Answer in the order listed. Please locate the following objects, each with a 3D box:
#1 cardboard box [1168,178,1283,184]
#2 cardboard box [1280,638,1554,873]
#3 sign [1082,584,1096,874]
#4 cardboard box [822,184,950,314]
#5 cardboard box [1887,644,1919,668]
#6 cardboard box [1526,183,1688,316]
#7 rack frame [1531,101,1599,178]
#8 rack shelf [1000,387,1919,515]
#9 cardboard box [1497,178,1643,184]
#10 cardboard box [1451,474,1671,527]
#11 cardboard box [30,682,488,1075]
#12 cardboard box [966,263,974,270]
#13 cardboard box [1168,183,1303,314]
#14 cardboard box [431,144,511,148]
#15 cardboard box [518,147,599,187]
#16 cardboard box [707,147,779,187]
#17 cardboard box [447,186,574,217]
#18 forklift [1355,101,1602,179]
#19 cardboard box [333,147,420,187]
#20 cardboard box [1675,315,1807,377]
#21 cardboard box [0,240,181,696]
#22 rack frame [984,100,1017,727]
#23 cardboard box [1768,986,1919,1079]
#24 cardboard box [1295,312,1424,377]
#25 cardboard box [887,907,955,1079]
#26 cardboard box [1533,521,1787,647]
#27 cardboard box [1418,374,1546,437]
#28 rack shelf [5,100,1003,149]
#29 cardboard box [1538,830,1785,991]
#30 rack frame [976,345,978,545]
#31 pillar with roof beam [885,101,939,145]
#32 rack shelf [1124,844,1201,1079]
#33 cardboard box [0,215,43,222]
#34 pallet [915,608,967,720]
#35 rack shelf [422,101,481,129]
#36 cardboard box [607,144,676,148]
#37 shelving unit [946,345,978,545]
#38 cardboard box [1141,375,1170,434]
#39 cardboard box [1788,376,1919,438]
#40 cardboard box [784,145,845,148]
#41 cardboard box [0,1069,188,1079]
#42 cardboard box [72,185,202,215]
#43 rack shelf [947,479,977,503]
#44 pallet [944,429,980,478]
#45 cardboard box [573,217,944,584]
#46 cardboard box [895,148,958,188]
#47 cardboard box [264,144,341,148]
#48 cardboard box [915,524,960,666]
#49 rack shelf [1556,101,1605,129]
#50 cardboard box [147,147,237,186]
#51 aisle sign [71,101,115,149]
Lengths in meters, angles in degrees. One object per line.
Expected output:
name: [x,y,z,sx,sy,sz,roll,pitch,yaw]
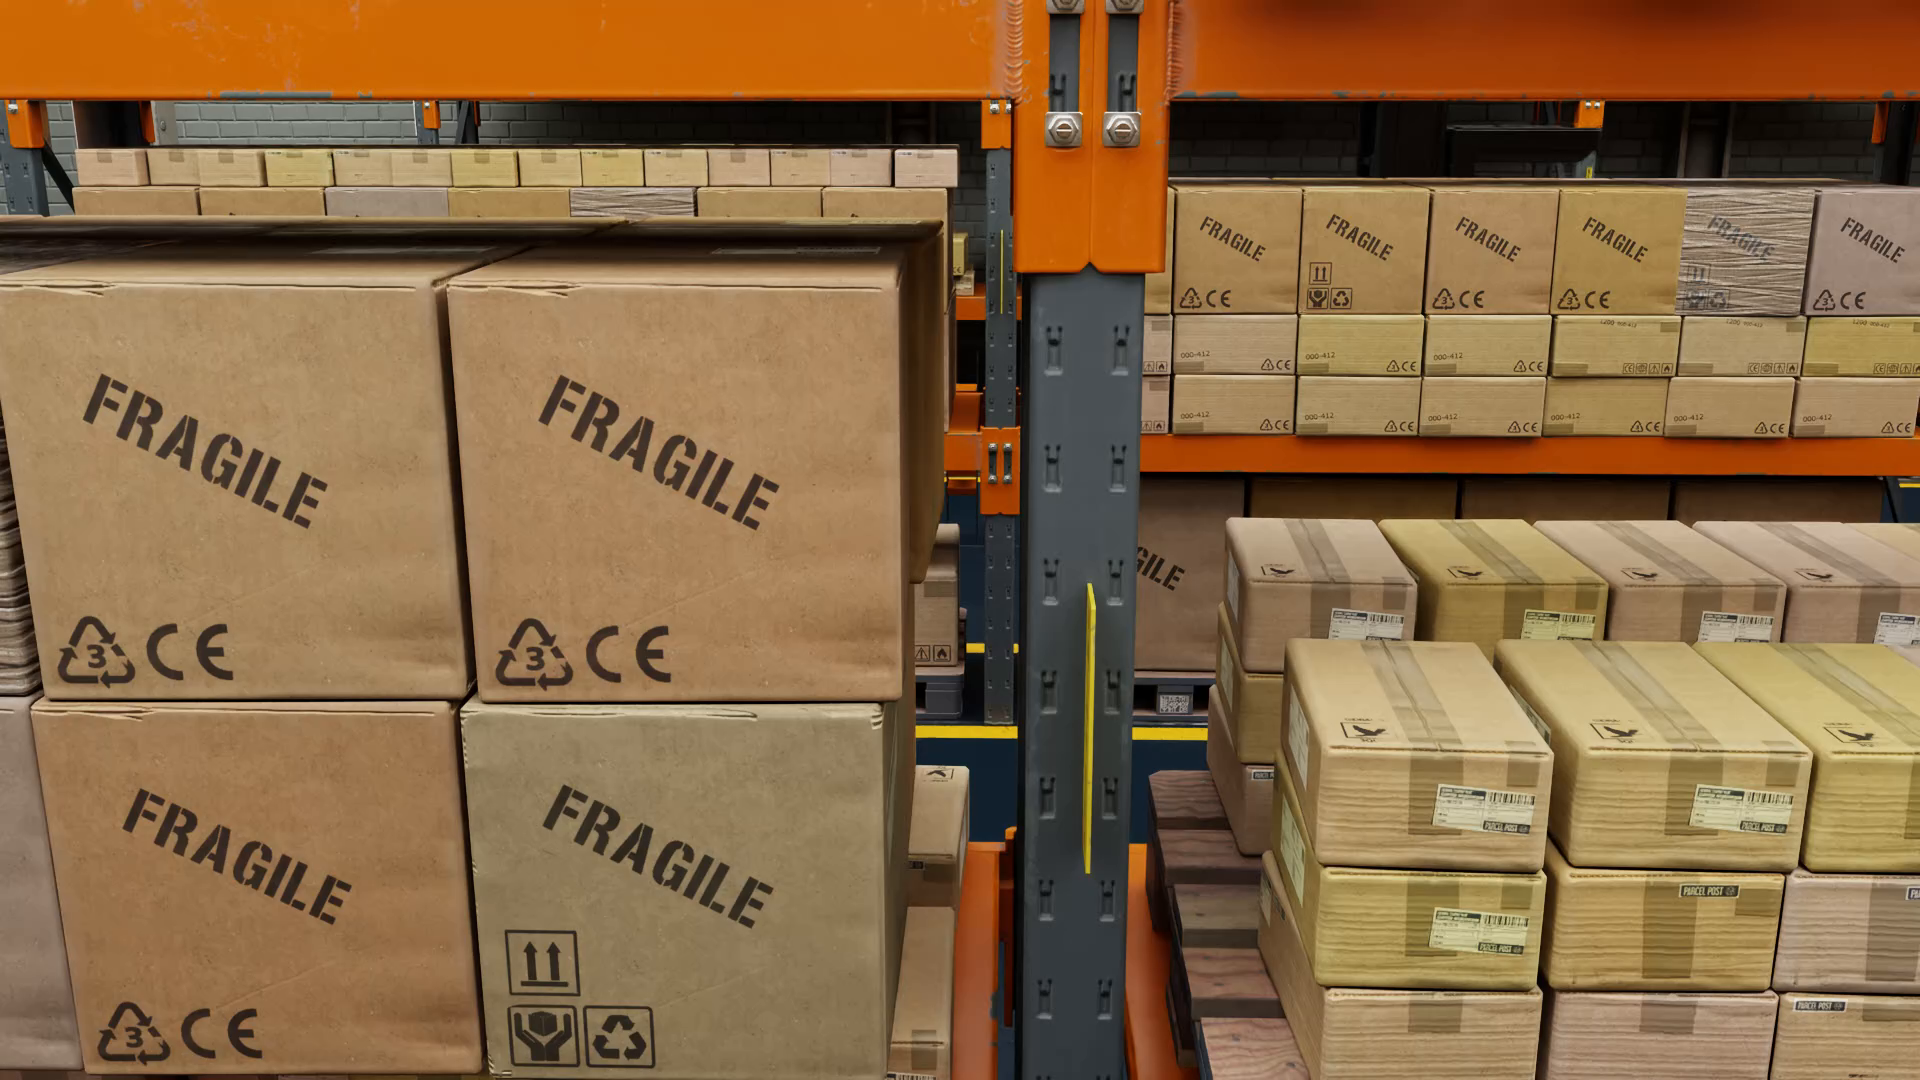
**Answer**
cardboard box: [1.152,-1.355,7.441,0.500,0.500,0.500,1,15,3]
cardboard box: [0.538,0.250,2.017,0.250,0.149,0.380,1,15,4]
sign: [0.149,0.219,1.933,0.005,0.325,0.100,0,15,1]
cardboard box: [-0.298,-1.228,6.960,0.500,0.500,0.500,0,15,1]
cardboard box: [1.322,0.254,1.998,0.250,0.149,0.380,0,15,1]
cardboard box: [2.647,-1.213,6.900,0.500,0.500,0.500,0,15,1]
rack frame: [4.303,-2.004,12.055,0.127,3.000,1.000,0,15,1]
rack shelf: [2.180,-0.403,7.398,4.000,0.370,1.077,0,15,1]
cardboard box: [2.680,-1.343,7.396,0.500,0.500,0.500,1,15,3]
cardboard box: [2.600,0.054,7.598,0.875,0.875,0.875,1,15,2]
cardboard box: [-0.854,0.372,2.271,0.500,0.500,0.500,0,15,0]
cardboard box: [-0.025,-1.980,12.458,0.250,0.149,0.380,0,15,2]
cardboard box: [1.123,-1.223,6.941,0.500,0.500,0.500,0,15,1]
cardboard box: [-2.177,-1.690,7.438,0.250,0.149,0.380,1,15,3]
cardboard box: [-1.657,-1.553,6.917,0.250,0.149,0.380,0,15,1]
cardboard box: [-0.898,-1.561,6.949,0.250,0.149,0.380,0,15,1]
cardboard box: [-1.815,-1.240,7.004,0.500,0.500,0.500,0,15,2]
forklift: [3.027,-1.342,9.681,3.031,2.935,1.130,1,15,5]
cardboard box: [-2.422,-1.563,6.956,0.250,0.149,0.380,1,15,2]
cardboard box: [3.176,-0.848,6.988,0.500,0.250,0.500,0,15,0]
cardboard box: [-1.349,-0.120,2.174,0.500,0.500,0.500,1,15,3]
rack frame: [0.181,-0.764,7.356,0.127,3.000,1.000,0,15,1]
cardboard box: [1.065,0.540,2.082,0.250,0.149,0.380,0,15,2]
cardboard box: [1.639,-0.852,7.004,0.500,0.250,0.500,1,15,2]
cardboard box: [-0.136,0.678,2.381,0.250,0.149,0.380,0,15,1]
cardboard box: [1.089,0.086,2.636,0.250,0.149,0.380,0,15,0]
cardboard box: [2.143,-0.605,7.048,0.500,0.250,0.500,0,15,1]
rack shelf: [-1.818,-1.880,7.114,4.000,0.370,1.077,0,15,1]
cardboard box: [0.797,0.395,2.050,0.250,0.149,0.380,0,15,0]
rack frame: [0.106,-0.579,10.184,0.006,1.200,0.240,0,15,1]
pillar with roof beam: [-0.479,-4.067,8.116,0.400,9.000,9.100,0,15,1]
rack shelf: [2.155,0.860,2.611,4.000,0.370,1.077,0,15,1]
cardboard box: [-1.824,-0.256,2.692,0.500,0.500,0.500,0,15,-1]
pallet: [-0.577,0.559,7.806,1.213,0.211,1.003,0,15,1]
rack shelf: [-1.695,-3.145,11.912,4.000,0.370,1.077,0,15,1]
cardboard box: [-1.406,-1.673,7.374,0.250,0.149,0.380,0,15,1]
shelving unit: [0.014,-0.580,10.187,0.189,1.200,0.258,0,15,1]
cardboard box: [0.614,-0.621,7.109,0.500,0.250,0.500,0,15,0]
cardboard box: [3.668,-0.602,7.038,0.500,0.250,0.500,0,15,-1]
cardboard box: [-0.641,-1.666,7.348,0.250,0.149,0.380,0,15,1]
cardboard box: [-1.191,0.685,2.355,0.250,0.149,0.380,0,15,-1]
cardboard box: [-3.345,-1.246,7.027,0.500,0.500,0.500,0,15,0]
rack shelf: [0.014,-0.305,10.259,0.180,0.103,0.258,0,15,1]
pallet: [-0.382,-0.686,12.527,1.213,0.211,1.003,0,15,1]
cardboard box: [-0.289,-0.242,2.637,0.500,0.500,0.500,1,15,3]
cardboard box: [-0.135,-1.530,6.833,0.250,0.149,0.380,0,15,0]
cardboard box: [-2.939,-1.708,7.508,0.250,0.149,0.380,0,15,1]
cardboard box: [-0.444,0.240,7.748,0.875,0.438,0.875,0,15,1]
rack shelf: [6.302,-3.093,11.715,4.000,0.370,1.077,0,15,1]
cardboard box: [-3.206,-1.579,7.017,0.250,0.149,0.380,1,15,3]
aisle sign: [-3.882,-2.127,7.424,0.004,0.787,0.394,0,15,1]
